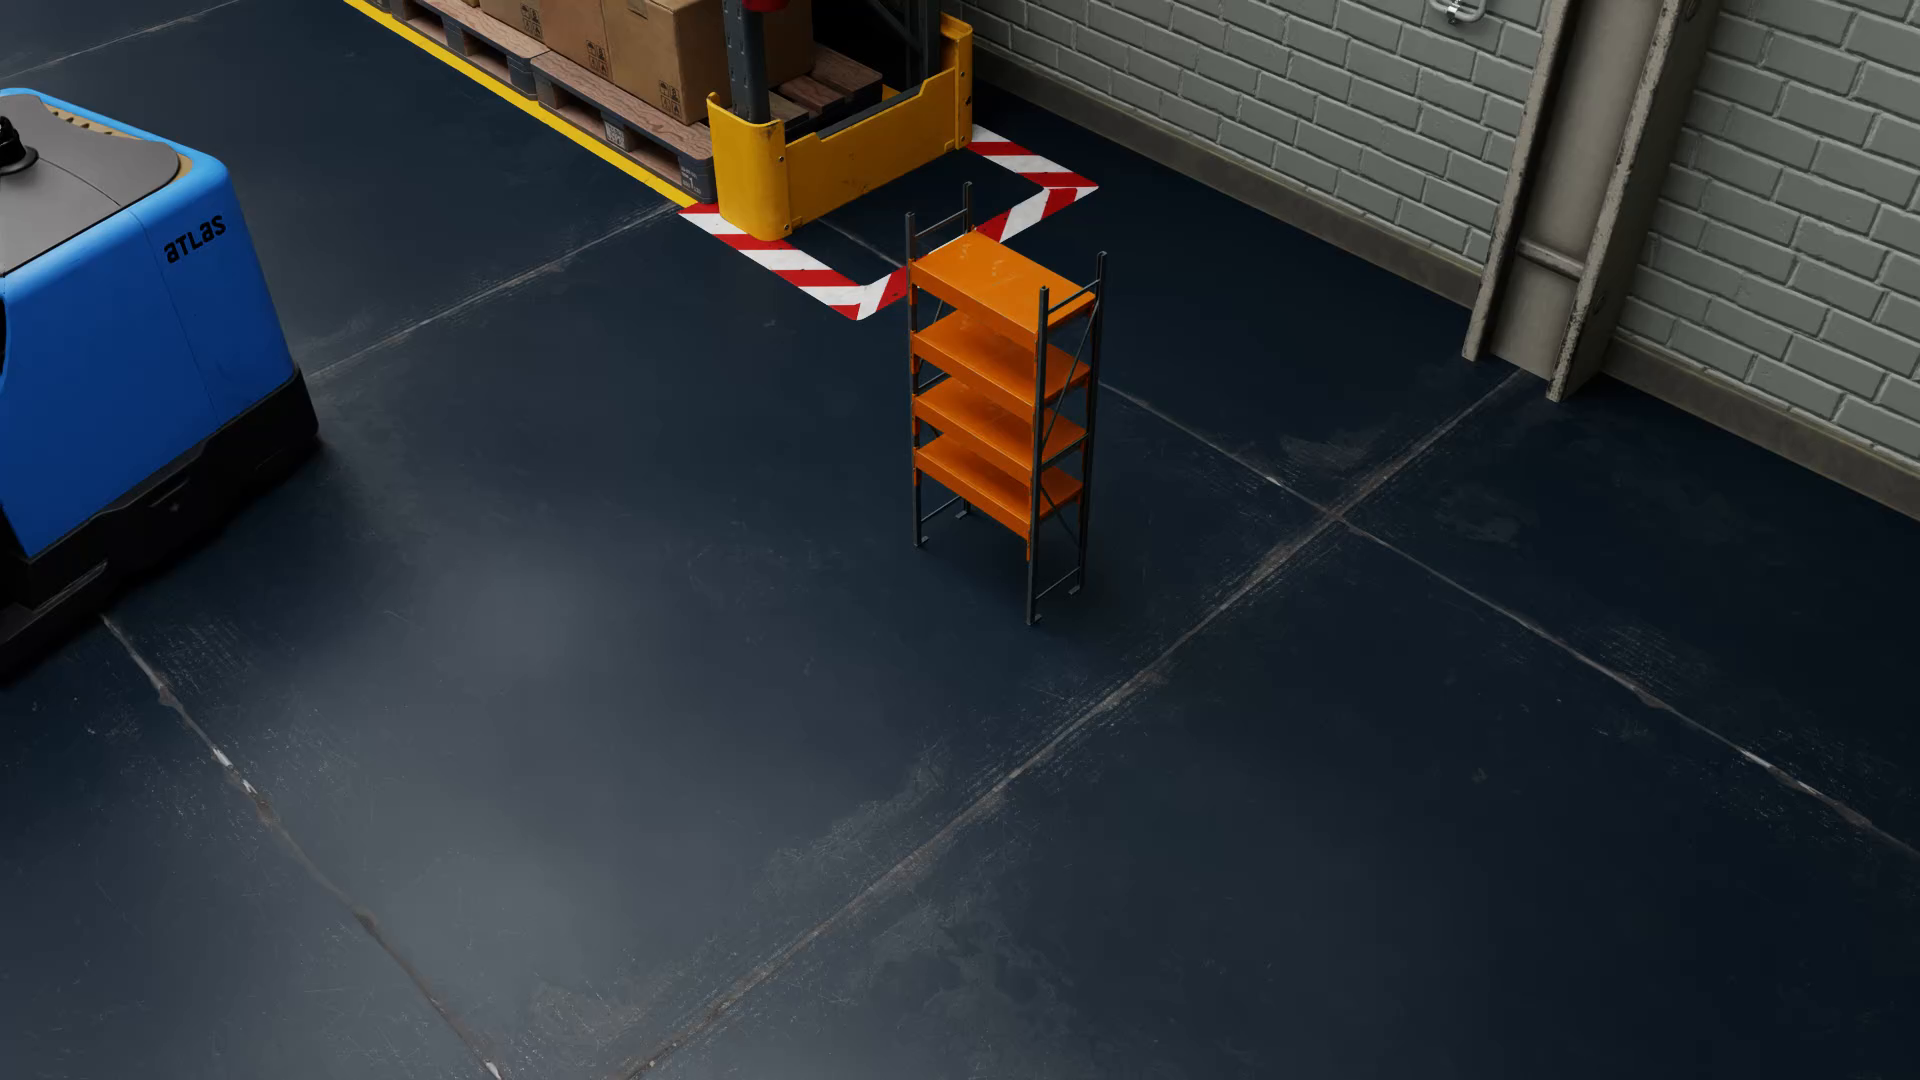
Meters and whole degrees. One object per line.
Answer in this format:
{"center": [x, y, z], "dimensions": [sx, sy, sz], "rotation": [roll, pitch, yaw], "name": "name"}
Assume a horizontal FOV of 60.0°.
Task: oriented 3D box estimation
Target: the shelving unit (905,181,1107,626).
{"center": [0.117, -0.361, 4.757], "dimensions": [0.258, 1.200, 0.503], "rotation": [-34, 53, -31], "name": "shelving unit"}

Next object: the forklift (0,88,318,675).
{"center": [-3.320, -0.705, 3.853], "dimensions": [1.130, 2.935, 3.031], "rotation": [22, 47, 22], "name": "forklift"}

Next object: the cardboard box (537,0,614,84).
{"center": [-1.392, -2.391, 7.160], "dimensions": [0.500, 0.500, 0.700], "rotation": [34, 53, 31], "name": "cardboard box"}

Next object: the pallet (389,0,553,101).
{"center": [-1.951, -2.535, 7.838], "dimensions": [1.003, 0.211, 1.213], "rotation": [-34, 53, -31], "name": "pallet"}

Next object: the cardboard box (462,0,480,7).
{"center": [-2.130, -2.885, 7.694], "dimensions": [0.700, 0.500, 0.500], "rotation": [-33, 52, -30], "name": "cardboard box"}

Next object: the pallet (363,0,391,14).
{"center": [-2.817, -3.121, 8.472], "dimensions": [1.003, 0.211, 1.213], "rotation": [-34, 53, -31], "name": "pallet"}

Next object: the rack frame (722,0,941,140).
{"center": [-0.474, -2.626, 5.882], "dimensions": [1.000, 3.000, 0.127], "rotation": [-34, 53, -31], "name": "rack frame"}

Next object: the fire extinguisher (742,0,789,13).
{"center": [-0.694, -2.167, 5.717], "dimensions": [0.296, 0.674, 0.183], "rotation": [-34, 53, -31], "name": "fire extinguisher"}

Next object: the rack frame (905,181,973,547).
{"center": [-0.055, -0.478, 4.884], "dimensions": [0.240, 1.200, 0.015], "rotation": [-34, 53, -31], "name": "rack frame"}

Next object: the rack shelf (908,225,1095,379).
{"center": [0.117, -0.650, 4.490], "dimensions": [0.258, 0.148, 0.480], "rotation": [-34, 53, -31], "name": "rack shelf"}

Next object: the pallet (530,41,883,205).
{"center": [-1.094, -1.949, 7.203], "dimensions": [1.003, 0.211, 1.213], "rotation": [-34, 53, -31], "name": "pallet"}

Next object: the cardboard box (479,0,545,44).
{"center": [-1.748, -2.632, 7.421], "dimensions": [0.500, 0.500, 0.700], "rotation": [32, 52, 30], "name": "cardboard box"}

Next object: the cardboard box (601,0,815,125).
{"center": [-1.039, -2.151, 6.900], "dimensions": [0.700, 0.500, 0.500], "rotation": [-34, 53, -31], "name": "cardboard box"}

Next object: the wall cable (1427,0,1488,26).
{"center": [1.100, -2.837, 5.362], "dimensions": [0.084, 1.984, 1.851], "rotation": [-34, 53, -31], "name": "wall cable"}

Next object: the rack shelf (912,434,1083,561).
{"center": [0.117, -0.166, 4.937], "dimensions": [0.258, 0.148, 0.480], "rotation": [-34, 53, -31], "name": "rack shelf"}

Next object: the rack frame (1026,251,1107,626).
{"center": [0.289, -0.244, 4.630], "dimensions": [0.240, 1.200, 0.015], "rotation": [-34, 53, -31], "name": "rack frame"}

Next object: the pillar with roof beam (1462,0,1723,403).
{"center": [-1.003, -1.883, 0.657], "dimensions": [9.100, 9.000, 0.400], "rotation": [-34, 53, -31], "name": "pillar with roof beam"}

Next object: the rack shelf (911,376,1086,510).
{"center": [0.117, -0.312, 4.802], "dimensions": [0.258, 0.148, 0.480], "rotation": [-34, 53, -31], "name": "rack shelf"}

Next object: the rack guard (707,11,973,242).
{"center": [-0.457, -1.696, 6.718], "dimensions": [1.175, 0.500, 0.348], "rotation": [-34, 53, -31], "name": "rack guard"}

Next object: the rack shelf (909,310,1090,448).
{"center": [0.117, -0.476, 4.651], "dimensions": [0.258, 0.148, 0.480], "rotation": [-34, 53, -31], "name": "rack shelf"}
